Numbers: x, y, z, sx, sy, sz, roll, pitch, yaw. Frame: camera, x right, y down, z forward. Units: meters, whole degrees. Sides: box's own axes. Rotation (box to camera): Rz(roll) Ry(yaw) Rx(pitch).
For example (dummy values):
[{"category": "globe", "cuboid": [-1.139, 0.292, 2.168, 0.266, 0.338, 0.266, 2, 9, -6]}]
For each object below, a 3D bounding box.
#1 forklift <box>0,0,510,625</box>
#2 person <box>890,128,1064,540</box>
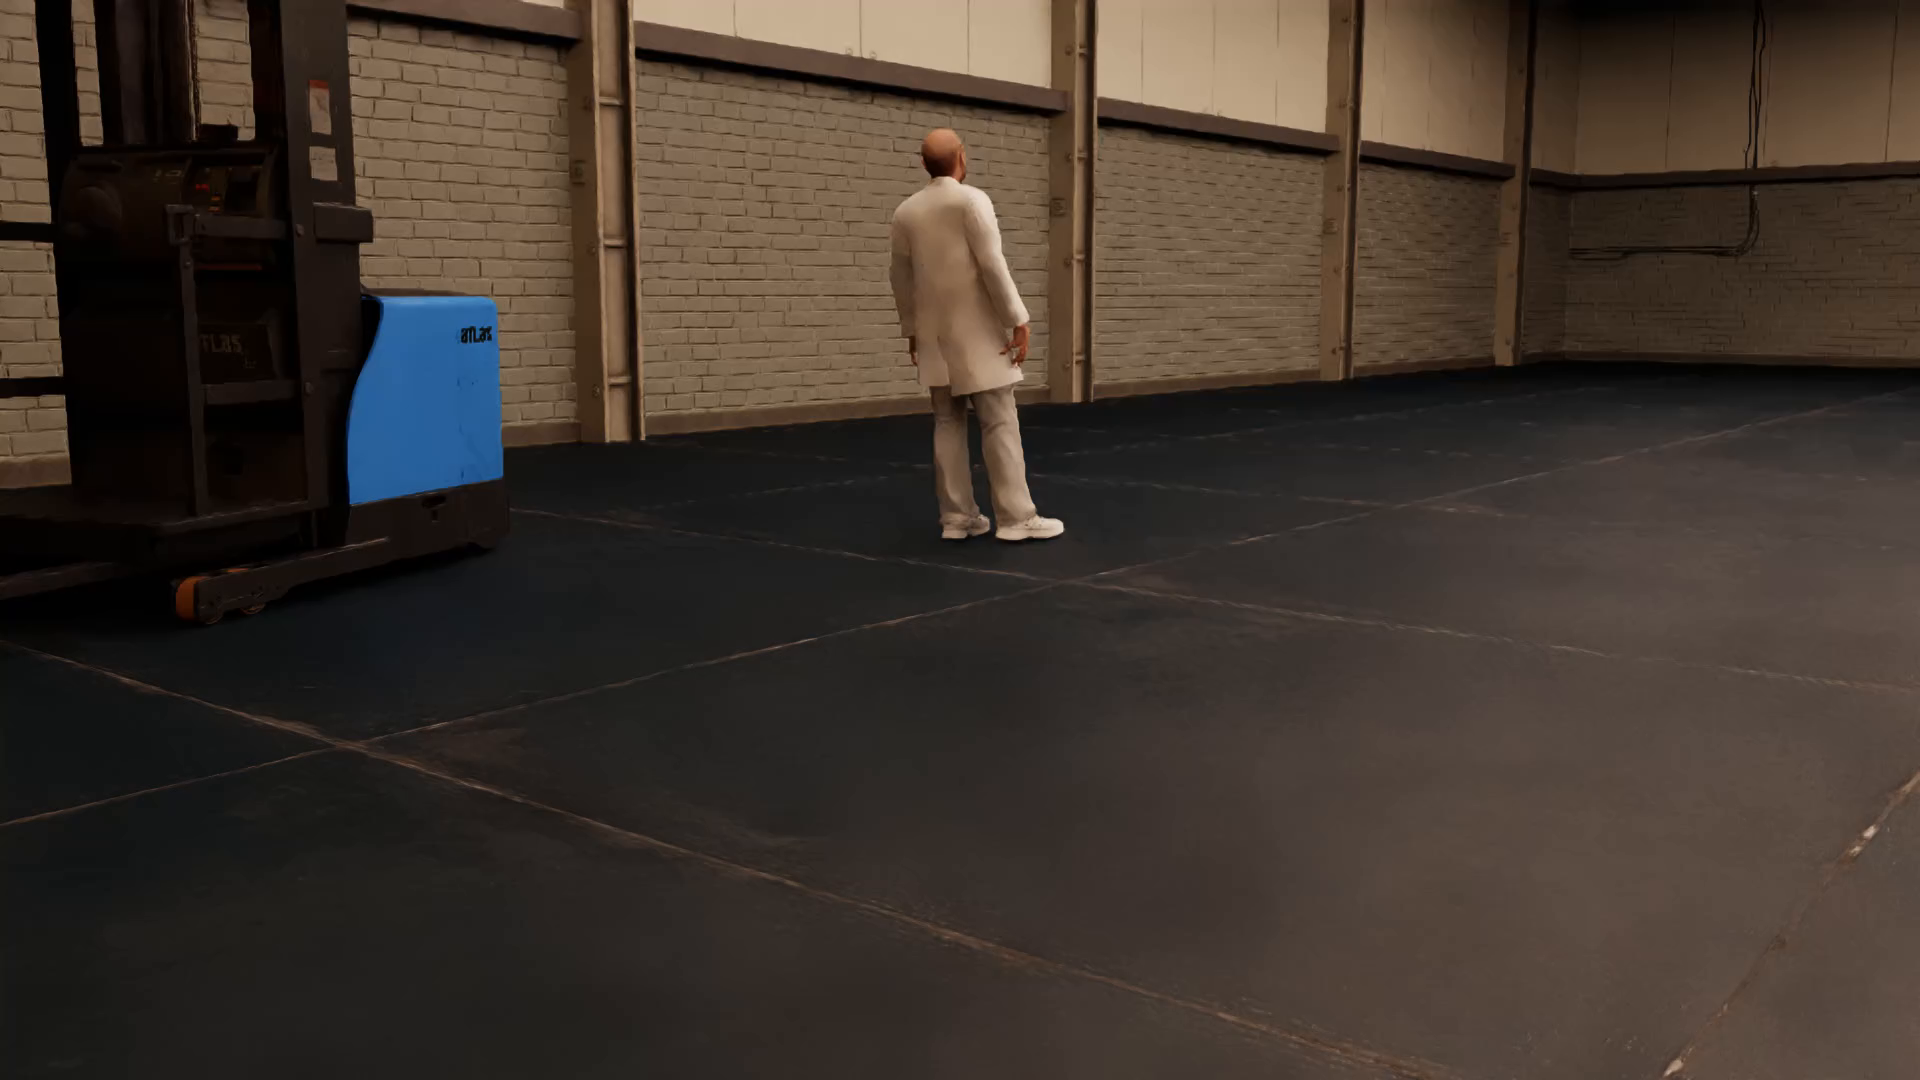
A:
[{"category": "forklift", "cuboid": [-2.886, -1.234, 5.717, 1.130, 2.935, 3.031, 3, 9, 19]}, {"category": "person", "cuboid": [0.061, -0.897, 7.342, 0.694, 1.776, 0.579, 7, 11, 38]}]
